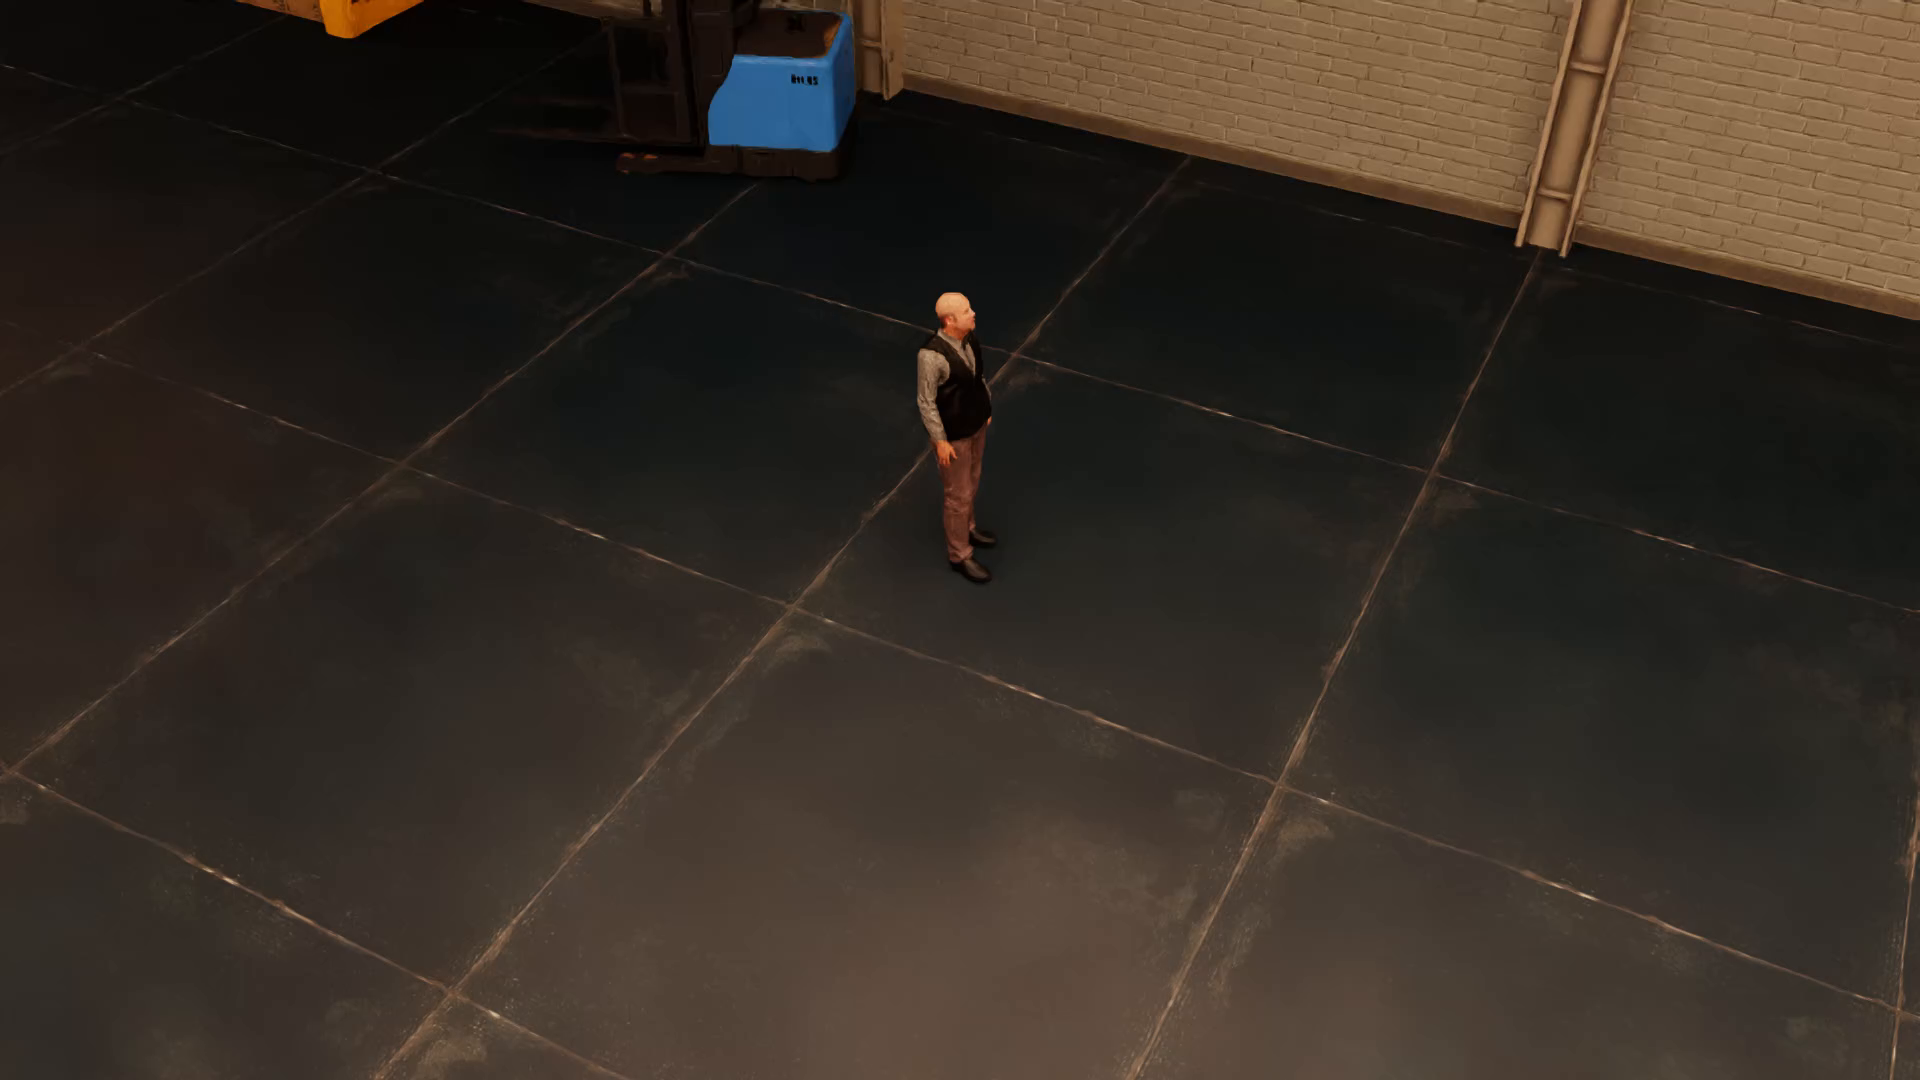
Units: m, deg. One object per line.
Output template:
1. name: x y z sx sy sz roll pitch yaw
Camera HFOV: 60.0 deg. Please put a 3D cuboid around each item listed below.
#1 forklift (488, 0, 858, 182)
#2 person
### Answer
1. forklift: -2.437 -4.497 13.327 3.031 2.935 1.130 5 40 6
2. person: 0.059 -0.639 9.672 0.551 1.720 0.632 18 43 21
